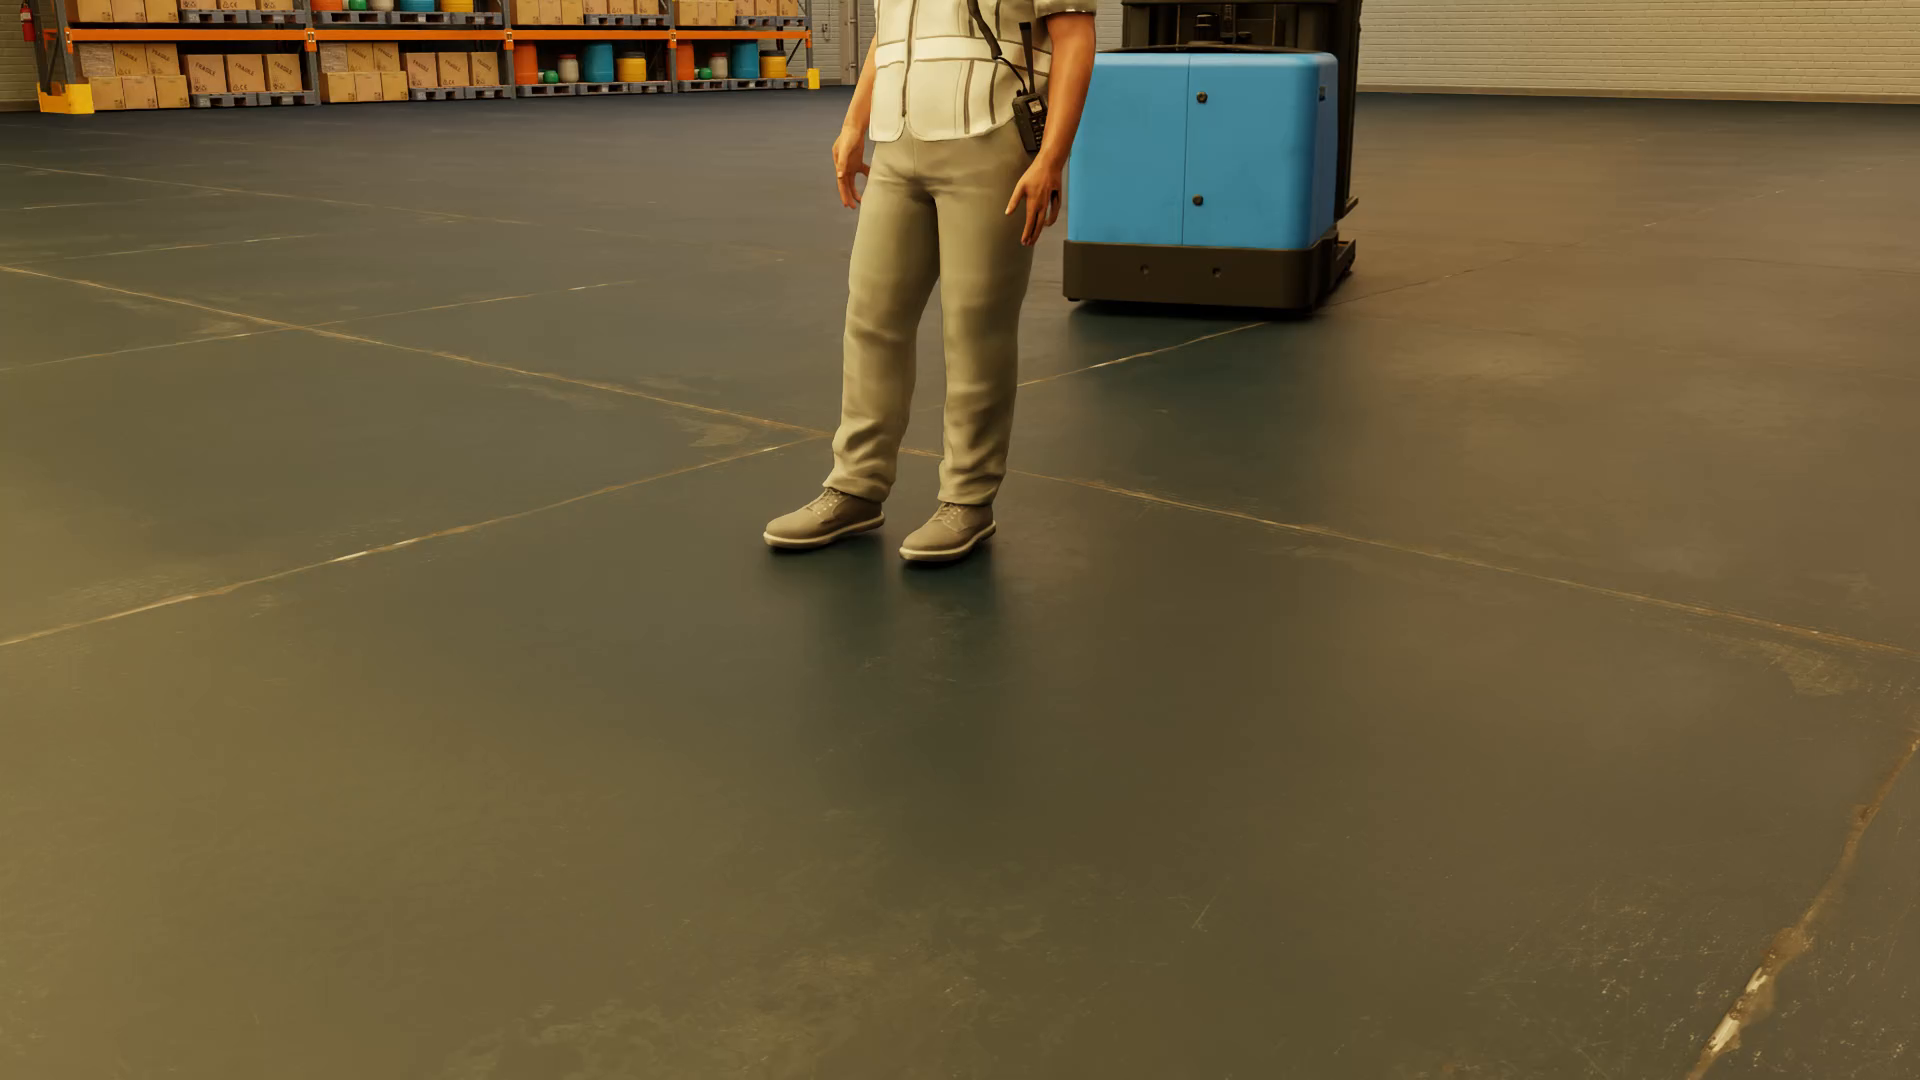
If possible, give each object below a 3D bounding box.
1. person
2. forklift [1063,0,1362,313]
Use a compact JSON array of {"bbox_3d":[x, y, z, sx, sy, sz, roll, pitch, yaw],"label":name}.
[{"bbox_3d":[-0.059,-0.844,3.631,0.640,1.781,0.575,13,21,37],"label":"person"},{"bbox_3d":[1.378,-2.738,7.915,1.130,2.935,3.031,5,18,17],"label":"forklift"}]
